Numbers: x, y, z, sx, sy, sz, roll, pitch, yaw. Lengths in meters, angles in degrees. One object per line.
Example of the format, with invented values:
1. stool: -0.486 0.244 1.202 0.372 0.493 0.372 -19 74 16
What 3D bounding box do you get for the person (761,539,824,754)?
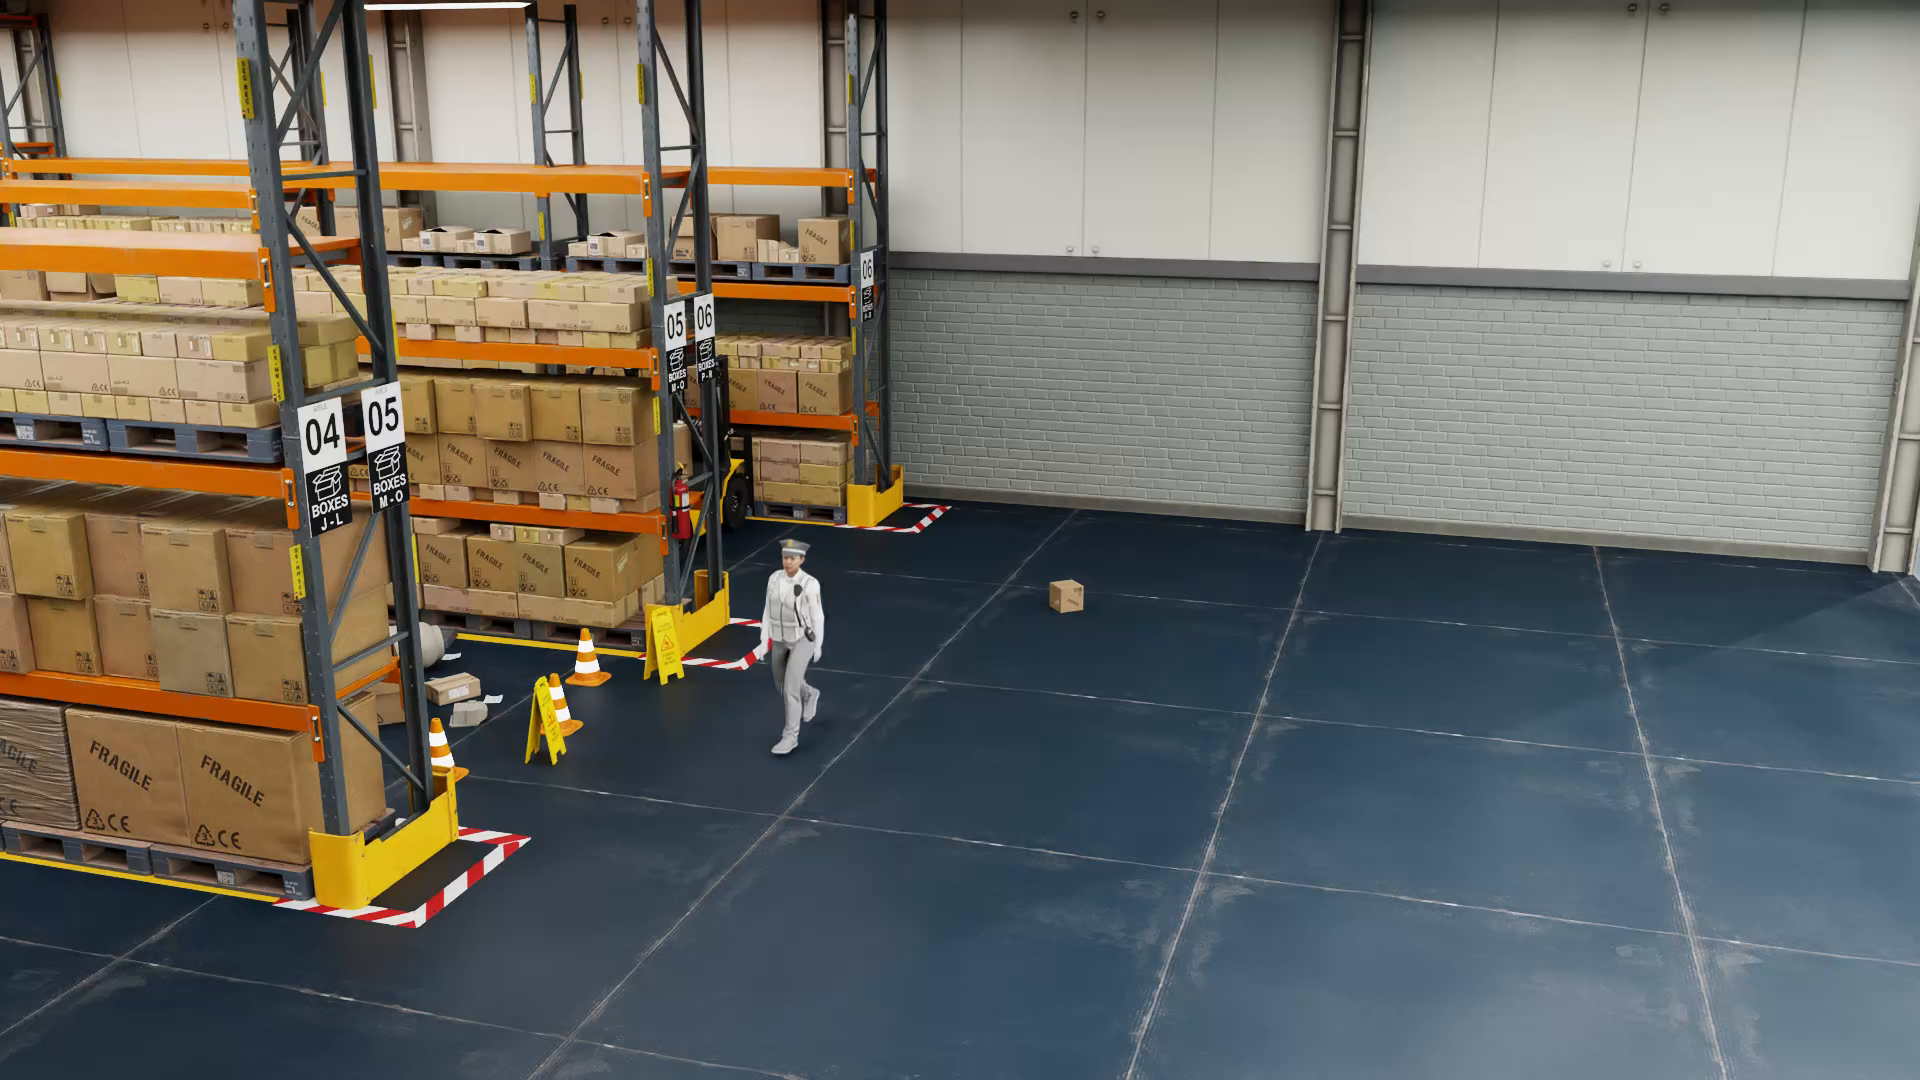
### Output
1. person: -1.289 0.769 13.024 0.475 1.660 0.814 8 17 28
